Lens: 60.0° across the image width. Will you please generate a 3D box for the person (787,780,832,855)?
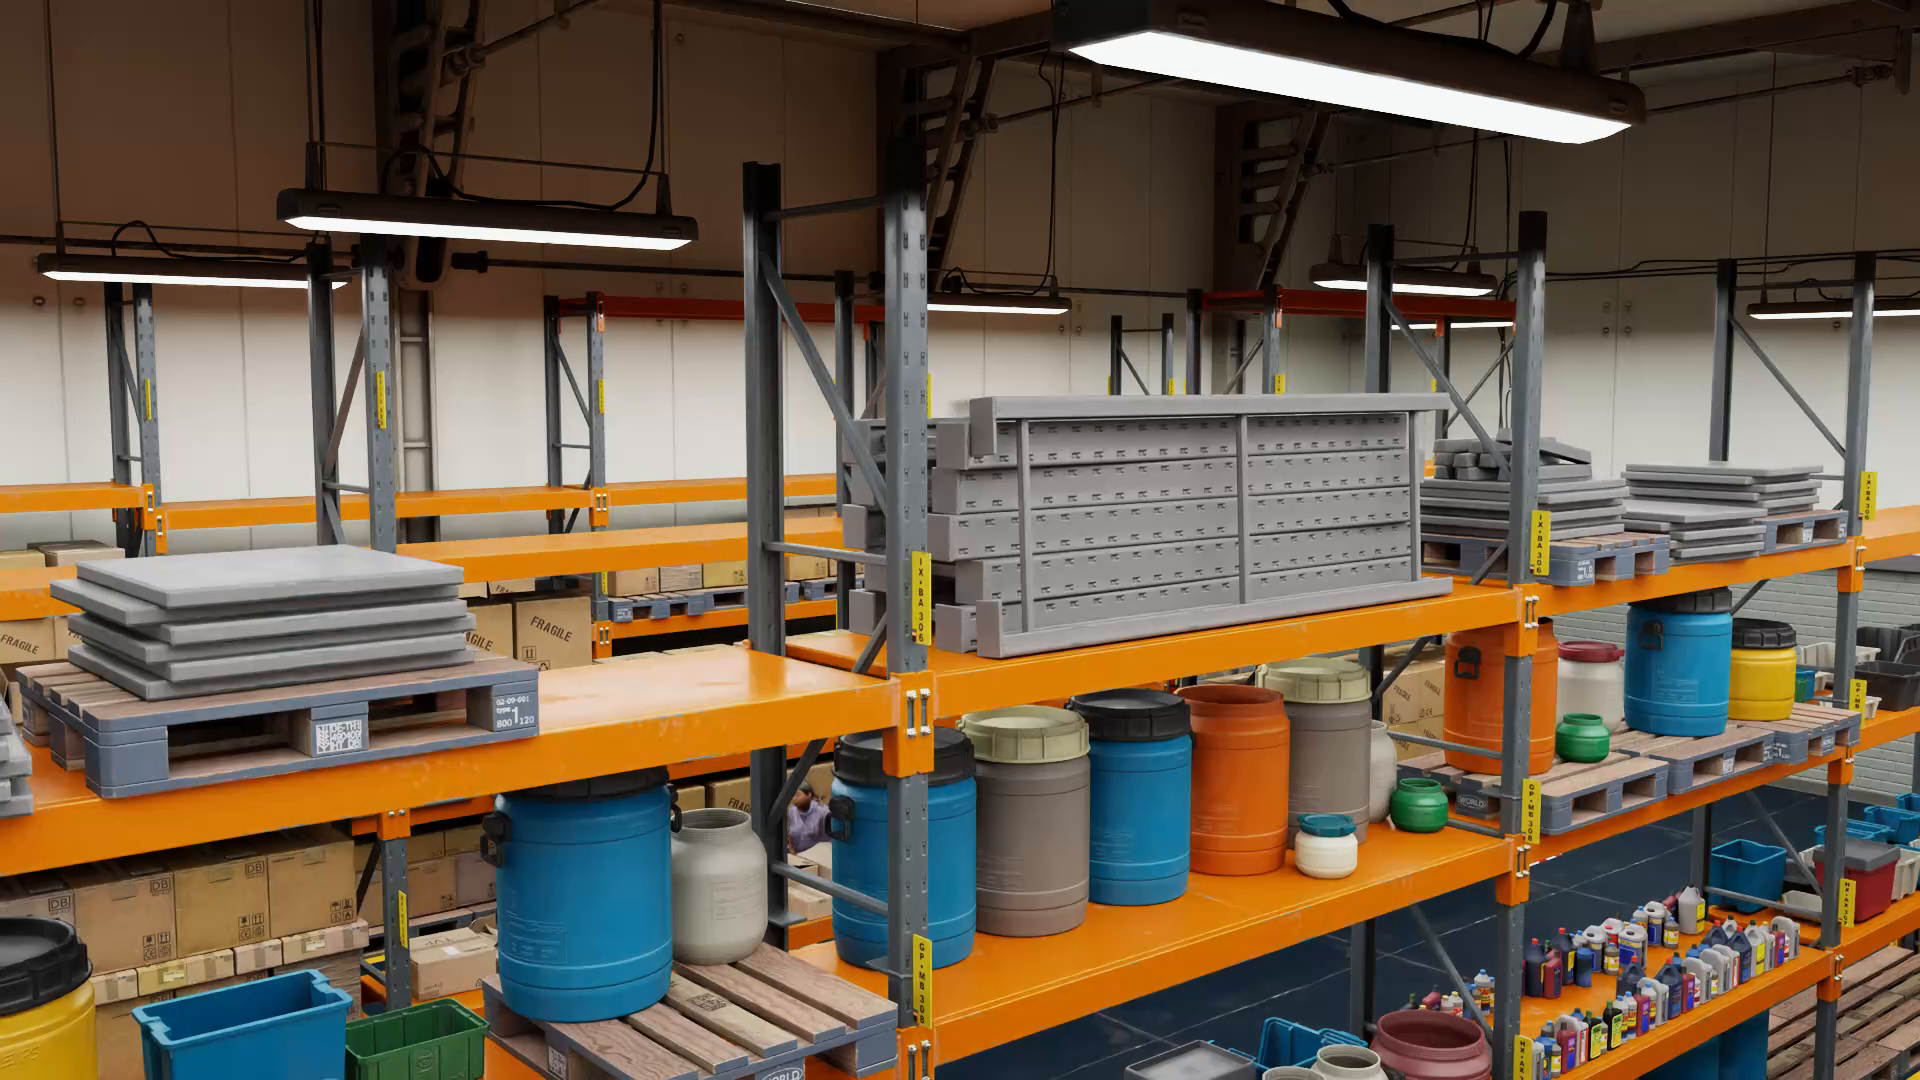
[{"bbox_3d":[-1.302,2.970,15.127,0.648,1.623,0.786,1,6,9],"label":"person"}]
